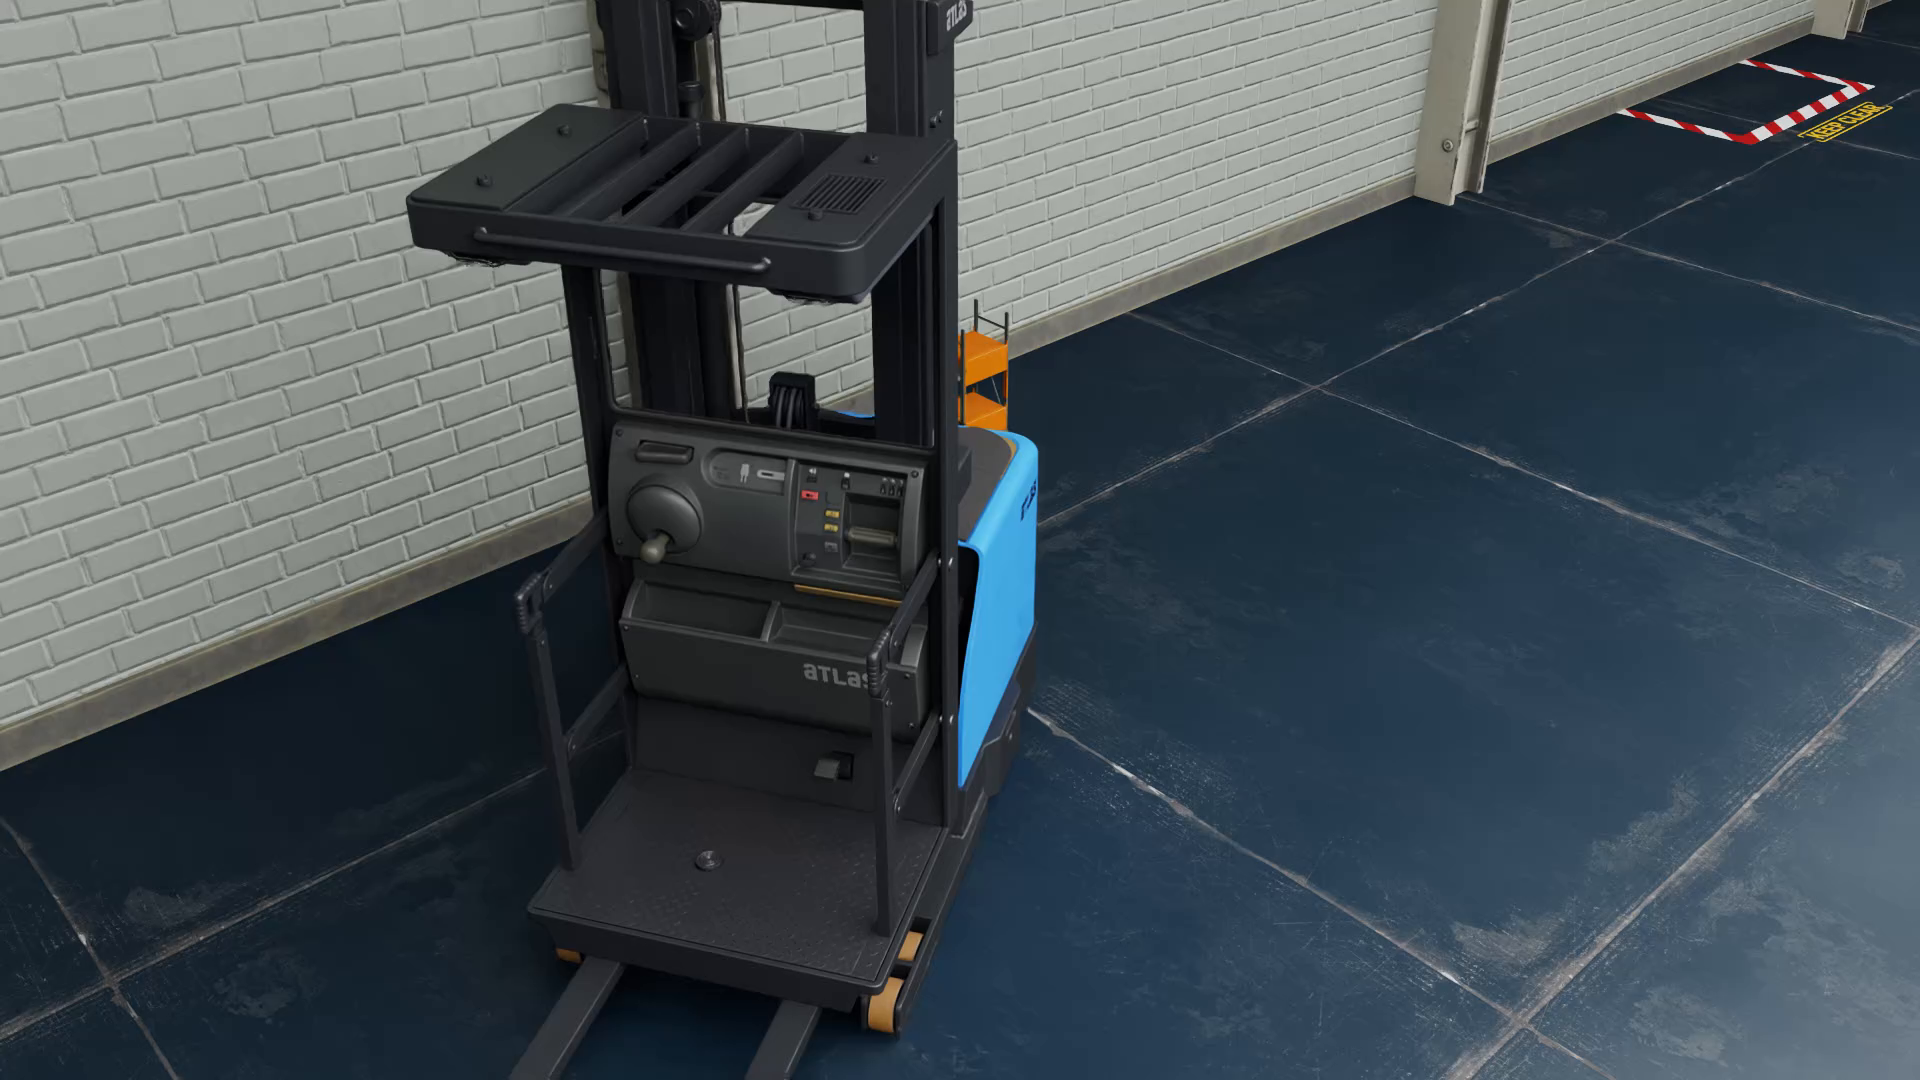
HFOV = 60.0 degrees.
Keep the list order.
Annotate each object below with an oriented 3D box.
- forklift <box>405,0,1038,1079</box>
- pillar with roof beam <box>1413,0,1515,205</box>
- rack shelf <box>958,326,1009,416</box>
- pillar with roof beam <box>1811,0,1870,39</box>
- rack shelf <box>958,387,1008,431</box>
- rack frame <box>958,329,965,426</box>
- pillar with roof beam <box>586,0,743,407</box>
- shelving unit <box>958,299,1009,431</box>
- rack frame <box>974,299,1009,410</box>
[{"bbox_3d":[-0.610,-0.034,4.496,1.130,2.935,3.031,9,32,14],"label":"forklift"},{"bbox_3d":[6.145,-4.493,5.971,0.400,9.000,9.100,-26,40,-35],"label":"pillar with roof beam"},{"bbox_3d":[0.039,-0.700,6.865,0.240,0.259,0.215,-26,40,-35],"label":"rack shelf"},{"bbox_3d":[10.545,-6.621,9.452,0.400,9.000,9.100,-26,40,-35],"label":"pillar with roof beam"},{"bbox_3d":[0.039,-0.458,7.013,0.240,0.259,0.215,-26,40,-35],"label":"rack shelf"},{"bbox_3d":[-0.050,-0.424,6.936,0.008,1.050,0.200,-26,40,-35],"label":"rack frame"},{"bbox_3d":[1.746,-2.364,2.491,0.400,9.000,9.100,-26,40,-35],"label":"pillar with roof beam"},{"bbox_3d":[0.039,-0.467,7.007,0.252,1.050,0.215,-26,40,-35],"label":"shelving unit"},{"bbox_3d":[0.129,-0.510,7.078,0.008,1.050,0.200,-26,40,-35],"label":"rack frame"}]
